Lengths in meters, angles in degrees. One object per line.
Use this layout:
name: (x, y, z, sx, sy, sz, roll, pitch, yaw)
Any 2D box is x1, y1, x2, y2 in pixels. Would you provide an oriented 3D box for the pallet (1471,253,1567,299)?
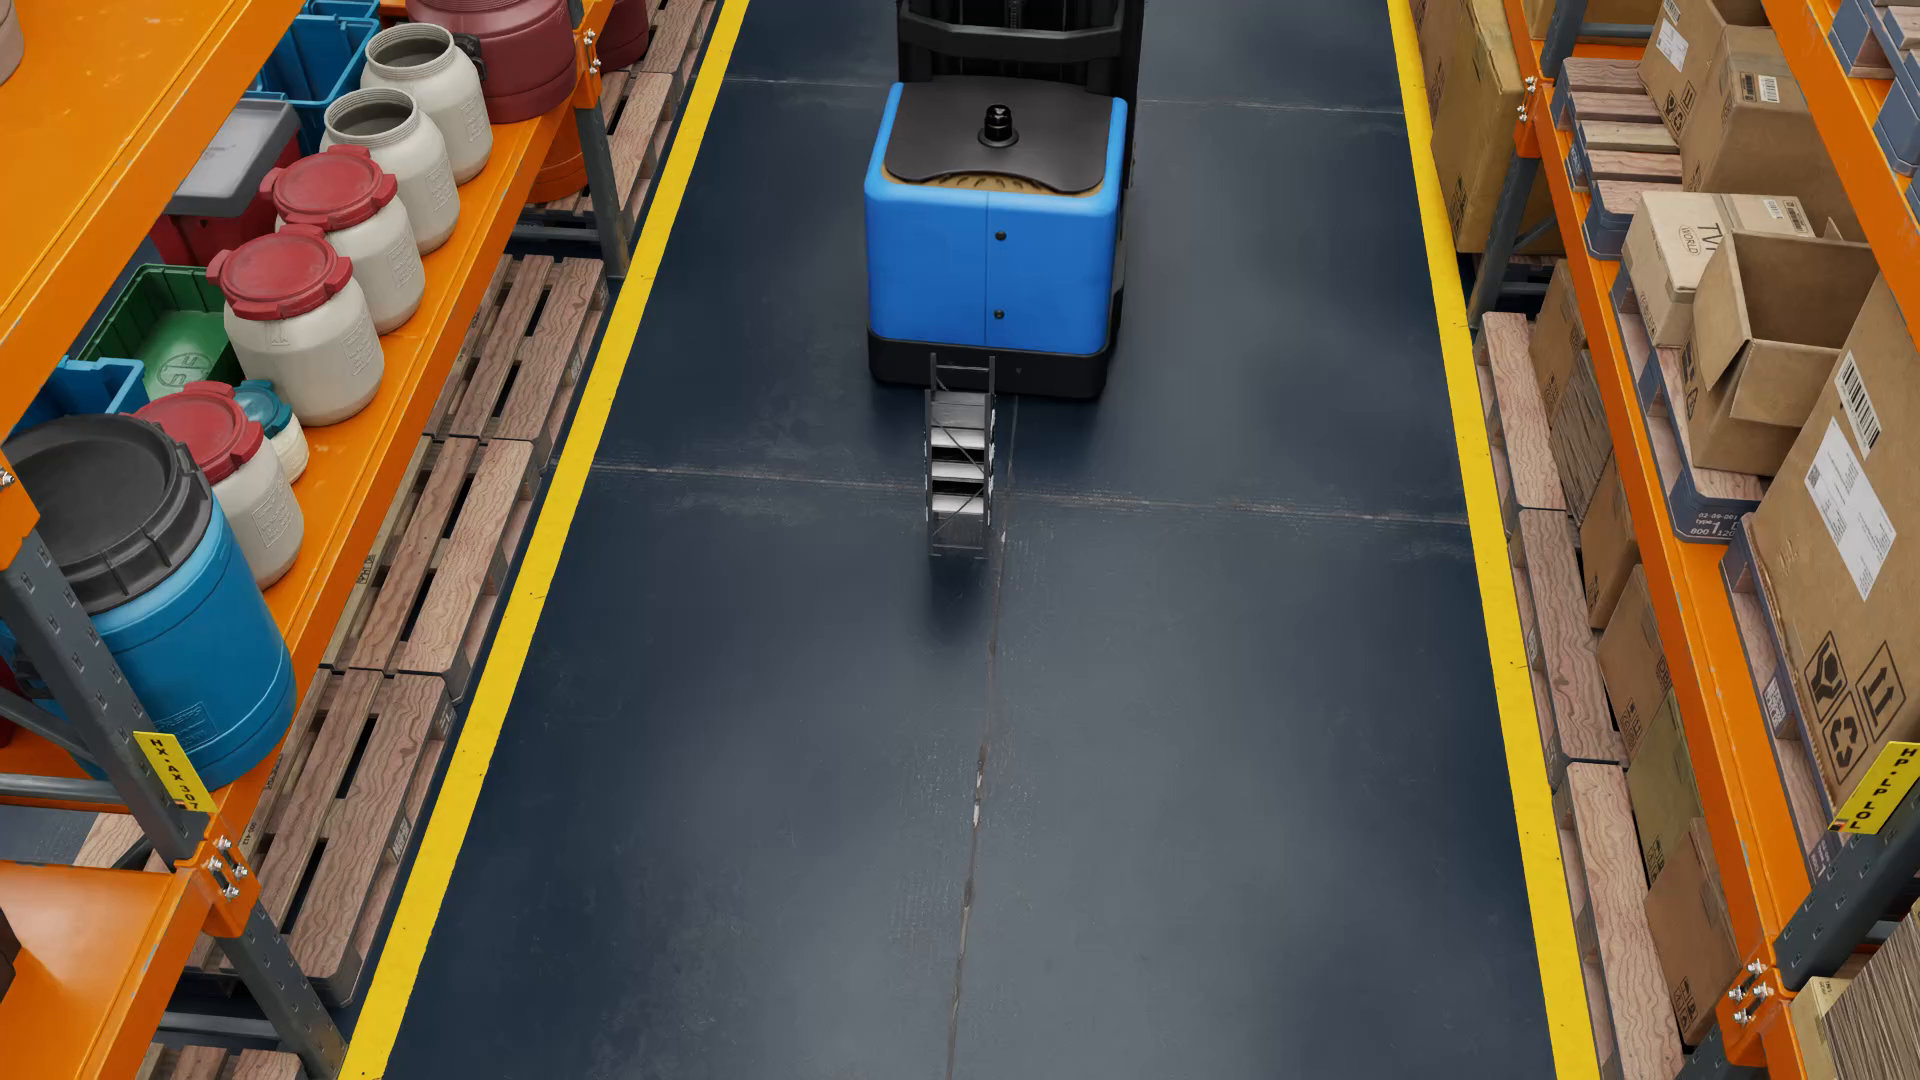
pallet: (2.995, -1.625, 8.119, 1.003, 0.211, 1.213, 4, 48, 4)

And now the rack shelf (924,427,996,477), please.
rack shelf: (0.001, -0.348, 6.408, 0.258, 0.077, 0.200, 4, 48, 4)

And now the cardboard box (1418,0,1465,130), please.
cardboard box: (3.020, -2.577, 8.255, 1.225, 0.875, 0.875, 4, 48, 4)

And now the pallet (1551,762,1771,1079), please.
pallet: (2.553, 1.316, 5.429, 1.003, 0.211, 1.213, 4, 48, 4)

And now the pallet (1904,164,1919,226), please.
pallet: (2.646, -0.448, 3.247, 1.213, 0.211, 1.003, 4, 48, 4)

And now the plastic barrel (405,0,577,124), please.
plastic barrel: (-1.825, -2.010, 6.489, 0.600, 0.536, 0.708, 4, 48, 4)

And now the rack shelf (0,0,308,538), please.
rack shelf: (-2.267, -1.625, 4.684, 1.077, 0.370, 4.000, 4, 48, 4)

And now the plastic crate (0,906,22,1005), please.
plastic crate: (-2.623, 1.011, 3.860, 0.767, 0.338, 0.504, 4, 48, 4)

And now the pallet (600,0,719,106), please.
pallet: (-1.940, -2.860, 9.249, 1.003, 0.211, 1.213, 4, 48, 4)

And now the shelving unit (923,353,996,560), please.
shelving unit: (0.001, -0.310, 6.449, 0.258, 0.900, 0.210, 4, 48, 4)

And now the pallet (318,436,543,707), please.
pallet: (-2.307, 0.077, 6.563, 1.003, 0.211, 1.213, 4, 48, 4)

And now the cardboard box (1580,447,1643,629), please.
cardboard box: (2.724, 0.022, 6.118, 0.700, 0.500, 0.500, 7, 48, 7)

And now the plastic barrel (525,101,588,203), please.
plastic barrel: (-2.057, -2.095, 7.845, 0.600, 0.830, 0.708, 4, 48, 4)

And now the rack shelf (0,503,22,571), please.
rack shelf: (-2.631, 1.314, 1.996, 1.077, 0.370, 4.000, 4, 48, 4)

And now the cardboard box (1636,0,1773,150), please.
cardboard box: (2.839, -1.768, 6.008, 0.500, 0.500, 0.500, -1, 48, -1)

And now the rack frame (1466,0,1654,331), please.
rack frame: (2.848, -1.992, 6.565, 1.000, 3.000, 0.127, 4, 48, 4)

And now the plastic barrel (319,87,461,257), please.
plastic barrel: (-2.004, -1.283, 5.841, 0.421, 0.512, 0.421, 0, 48, 0)

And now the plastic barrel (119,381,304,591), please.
plastic barrel: (-2.143, -0.120, 4.761, 0.433, 0.535, 0.433, 0, 48, 0)

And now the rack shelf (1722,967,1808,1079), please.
rack shelf: (2.301, 2.660, 2.798, 1.077, 0.370, 4.000, 4, 48, 4)

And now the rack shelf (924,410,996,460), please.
rack shelf: (0.001, -0.409, 6.341, 0.258, 0.077, 0.200, 4, 48, 4)

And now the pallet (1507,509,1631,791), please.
pallet: (2.662, 0.417, 6.251, 1.003, 0.211, 1.213, 4, 48, 4)

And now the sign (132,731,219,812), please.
sign: (-1.902, 0.566, 4.038, 0.100, 0.325, 0.005, 4, 48, 4)

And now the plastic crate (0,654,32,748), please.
plastic crate: (-2.710, 0.216, 4.502, 0.402, 0.464, 0.583, 4, 48, 4)

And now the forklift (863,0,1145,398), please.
forklift: (0.296, -2.705, 7.263, 1.130, 2.935, 3.031, 5, 48, 5)

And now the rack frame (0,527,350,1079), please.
rack frame: (-2.449, 0.614, 4.181, 1.000, 3.000, 0.127, 4, 48, 4)

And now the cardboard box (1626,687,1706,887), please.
cardboard box: (2.623, 0.844, 5.367, 0.700, 0.500, 0.500, 4, 48, 3)

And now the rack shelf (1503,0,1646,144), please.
rack shelf: (3.030, -3.219, 8.175, 1.077, 0.370, 4.000, 4, 48, 4)

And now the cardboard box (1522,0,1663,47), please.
cardboard box: (2.646, -2.405, 6.875, 0.500, 0.500, 0.500, 5, 48, 5)

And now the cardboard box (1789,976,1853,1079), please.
cardboard box: (2.164, 1.170, 3.843, 0.380, 0.149, 0.250, 4, 48, 4)

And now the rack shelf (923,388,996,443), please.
rack shelf: (0.001, -0.469, 6.275, 0.258, 0.077, 0.200, 4, 48, 4)

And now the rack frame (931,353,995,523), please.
rack frame: (0.010, -0.384, 6.518, 0.240, 0.900, 0.006, 4, 48, 4)

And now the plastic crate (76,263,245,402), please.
plastic crate: (-2.571, -0.613, 5.447, 0.450, 0.188, 0.662, 4, 48, 4)

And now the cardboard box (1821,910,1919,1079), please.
cardboard box: (2.381, 1.140, 3.431, 0.875, 0.500, 0.500, 4, 48, 4)

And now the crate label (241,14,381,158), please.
crate label: (-2.444, -1.625, 6.206, 0.502, 0.435, 0.616, 4, 48, 4)

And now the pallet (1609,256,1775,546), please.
pallet: (2.708, -0.470, 5.303, 1.003, 0.211, 1.213, 4, 48, 4)

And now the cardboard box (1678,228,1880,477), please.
cardboard box: (2.549, -0.509, 4.854, 0.797, 0.503, 0.637, 8, 48, 8)

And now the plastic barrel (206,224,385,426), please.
plastic barrel: (-2.076, -0.659, 5.254, 0.433, 0.535, 0.433, 0, 48, 0)

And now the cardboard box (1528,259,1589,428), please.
cardboard box: (2.807, -0.803, 6.874, 0.700, 0.500, 0.500, 2, 48, 1)

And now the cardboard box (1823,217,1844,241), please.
cardboard box: (2.965, -0.845, 5.322, 0.396, 0.266, 0.258, 3, 48, 2)
